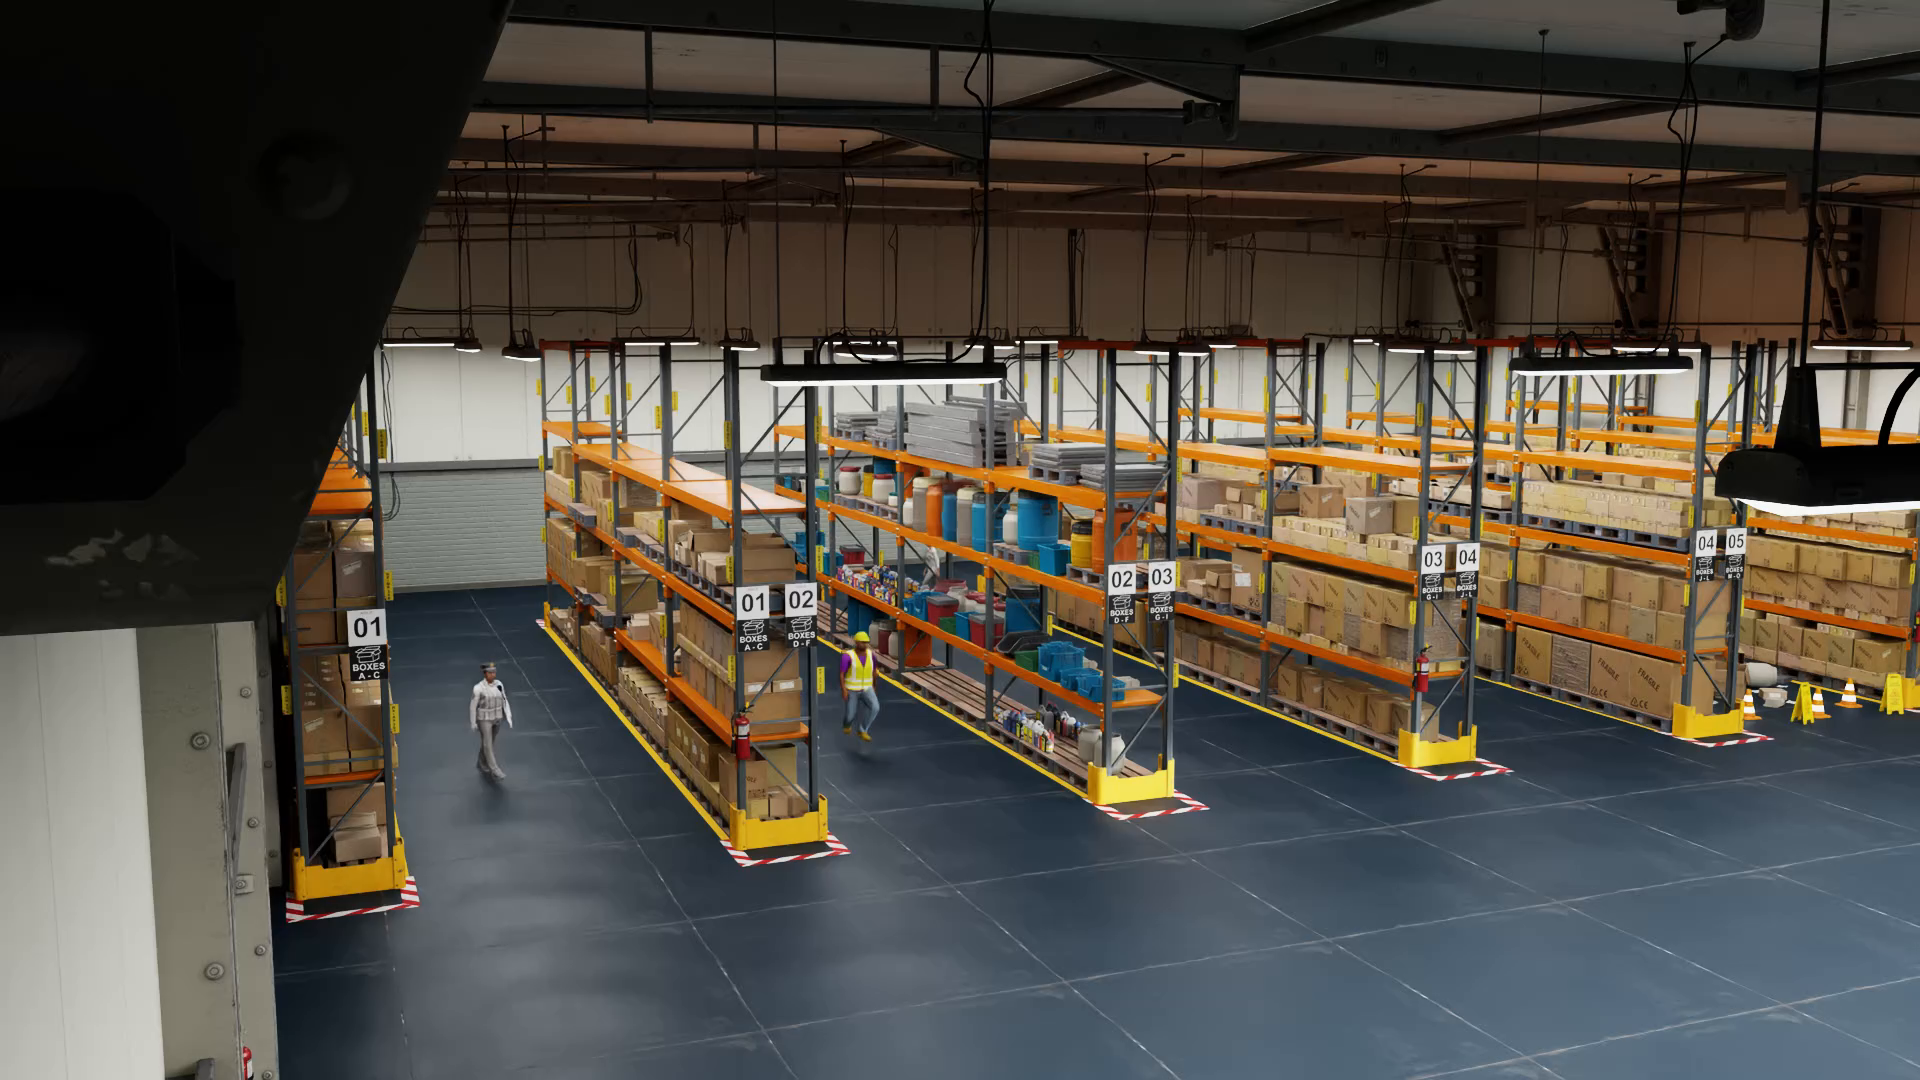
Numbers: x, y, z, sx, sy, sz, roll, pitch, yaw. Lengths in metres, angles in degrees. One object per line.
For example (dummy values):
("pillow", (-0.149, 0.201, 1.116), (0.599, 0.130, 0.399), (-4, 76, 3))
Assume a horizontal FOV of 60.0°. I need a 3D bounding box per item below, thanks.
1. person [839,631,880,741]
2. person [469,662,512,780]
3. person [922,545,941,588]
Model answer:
("person", (-1.472, 2.125, 24.500), (0.665, 1.554, 0.802), (-4, 8, -28))
("person", (-6.497, 2.500, 23.144), (1.035, 1.621, 0.519), (6, 10, 39))
("person", (-0.680, 0.691, 37.599), (0.971, 1.506, 0.391), (-1, 7, -4))
